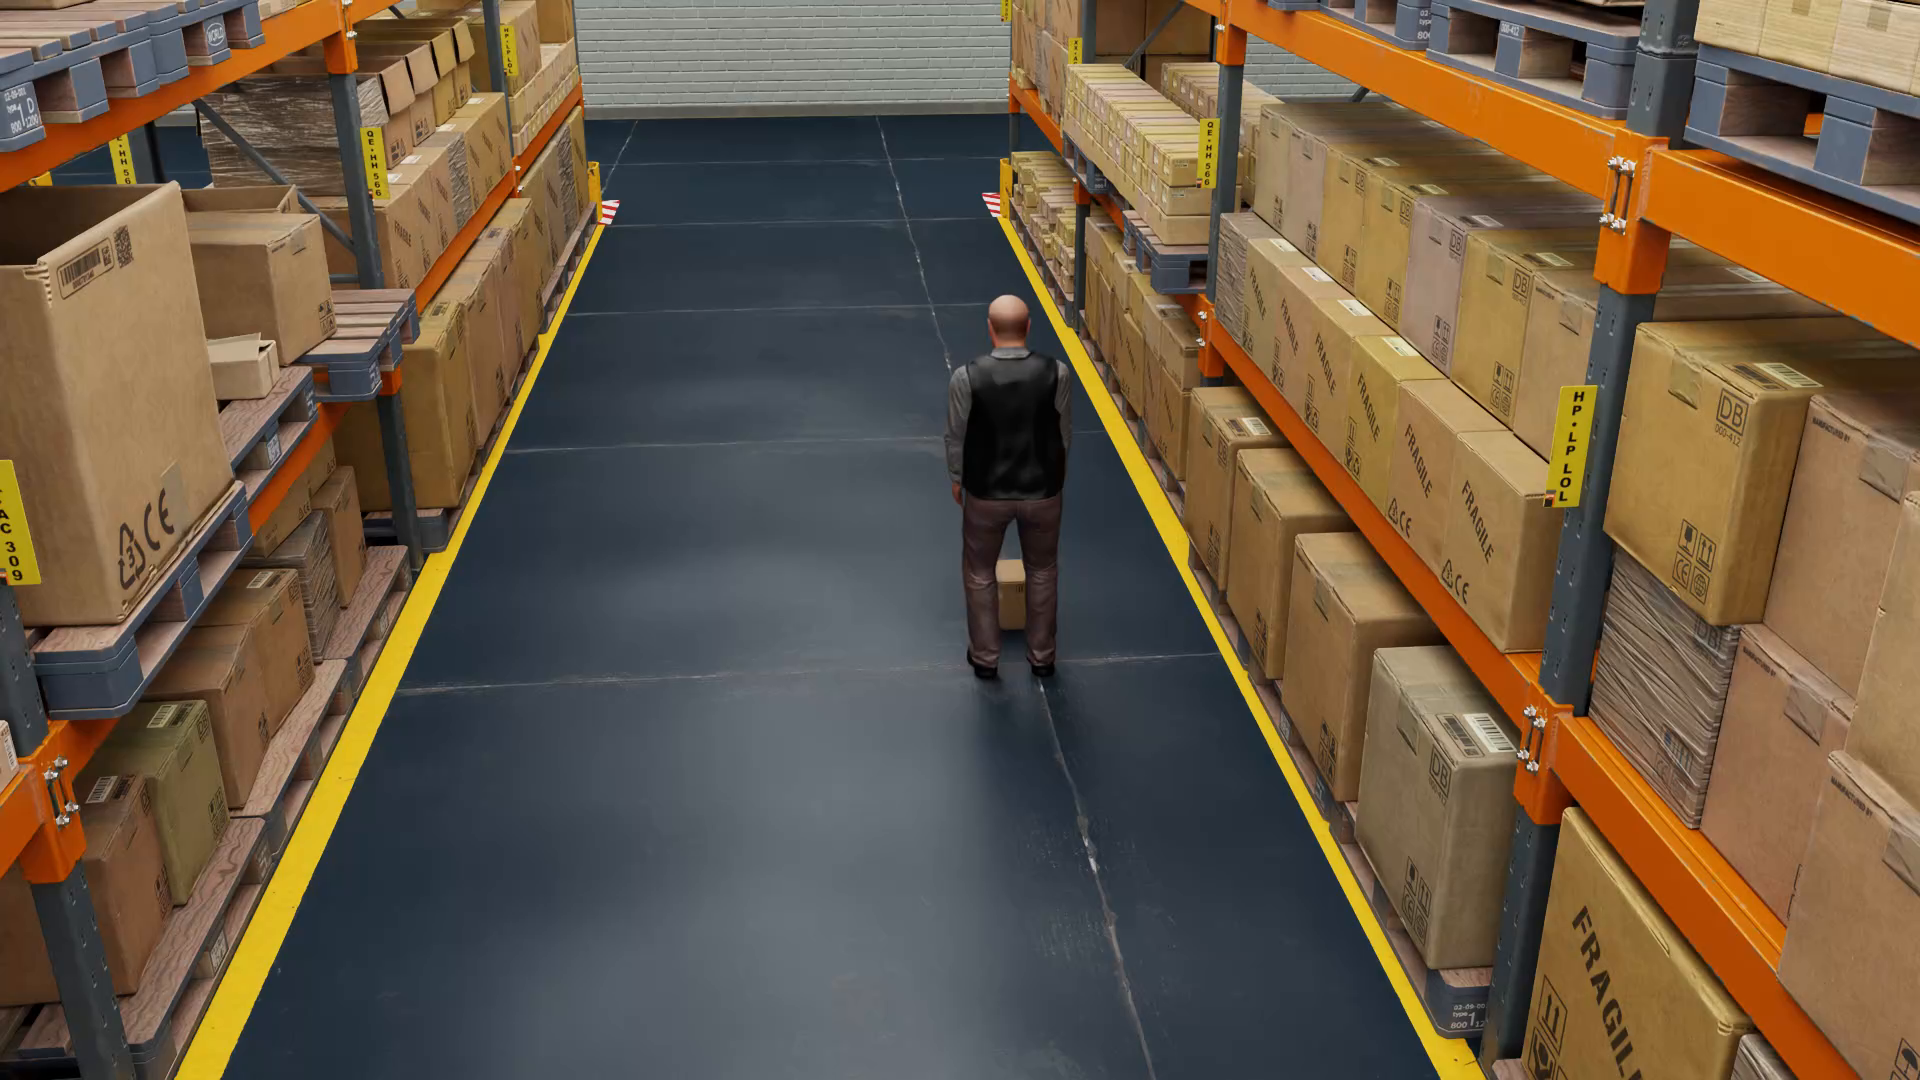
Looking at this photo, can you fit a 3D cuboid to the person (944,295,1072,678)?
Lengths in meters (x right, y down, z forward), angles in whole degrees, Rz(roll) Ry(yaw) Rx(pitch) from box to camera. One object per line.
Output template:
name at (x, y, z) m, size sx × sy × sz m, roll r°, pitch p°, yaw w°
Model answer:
person at (0.203, -0.204, 7.139) m, size 0.546 × 1.697 × 0.385 m, roll -2°, pitch 24°, yaw -4°
